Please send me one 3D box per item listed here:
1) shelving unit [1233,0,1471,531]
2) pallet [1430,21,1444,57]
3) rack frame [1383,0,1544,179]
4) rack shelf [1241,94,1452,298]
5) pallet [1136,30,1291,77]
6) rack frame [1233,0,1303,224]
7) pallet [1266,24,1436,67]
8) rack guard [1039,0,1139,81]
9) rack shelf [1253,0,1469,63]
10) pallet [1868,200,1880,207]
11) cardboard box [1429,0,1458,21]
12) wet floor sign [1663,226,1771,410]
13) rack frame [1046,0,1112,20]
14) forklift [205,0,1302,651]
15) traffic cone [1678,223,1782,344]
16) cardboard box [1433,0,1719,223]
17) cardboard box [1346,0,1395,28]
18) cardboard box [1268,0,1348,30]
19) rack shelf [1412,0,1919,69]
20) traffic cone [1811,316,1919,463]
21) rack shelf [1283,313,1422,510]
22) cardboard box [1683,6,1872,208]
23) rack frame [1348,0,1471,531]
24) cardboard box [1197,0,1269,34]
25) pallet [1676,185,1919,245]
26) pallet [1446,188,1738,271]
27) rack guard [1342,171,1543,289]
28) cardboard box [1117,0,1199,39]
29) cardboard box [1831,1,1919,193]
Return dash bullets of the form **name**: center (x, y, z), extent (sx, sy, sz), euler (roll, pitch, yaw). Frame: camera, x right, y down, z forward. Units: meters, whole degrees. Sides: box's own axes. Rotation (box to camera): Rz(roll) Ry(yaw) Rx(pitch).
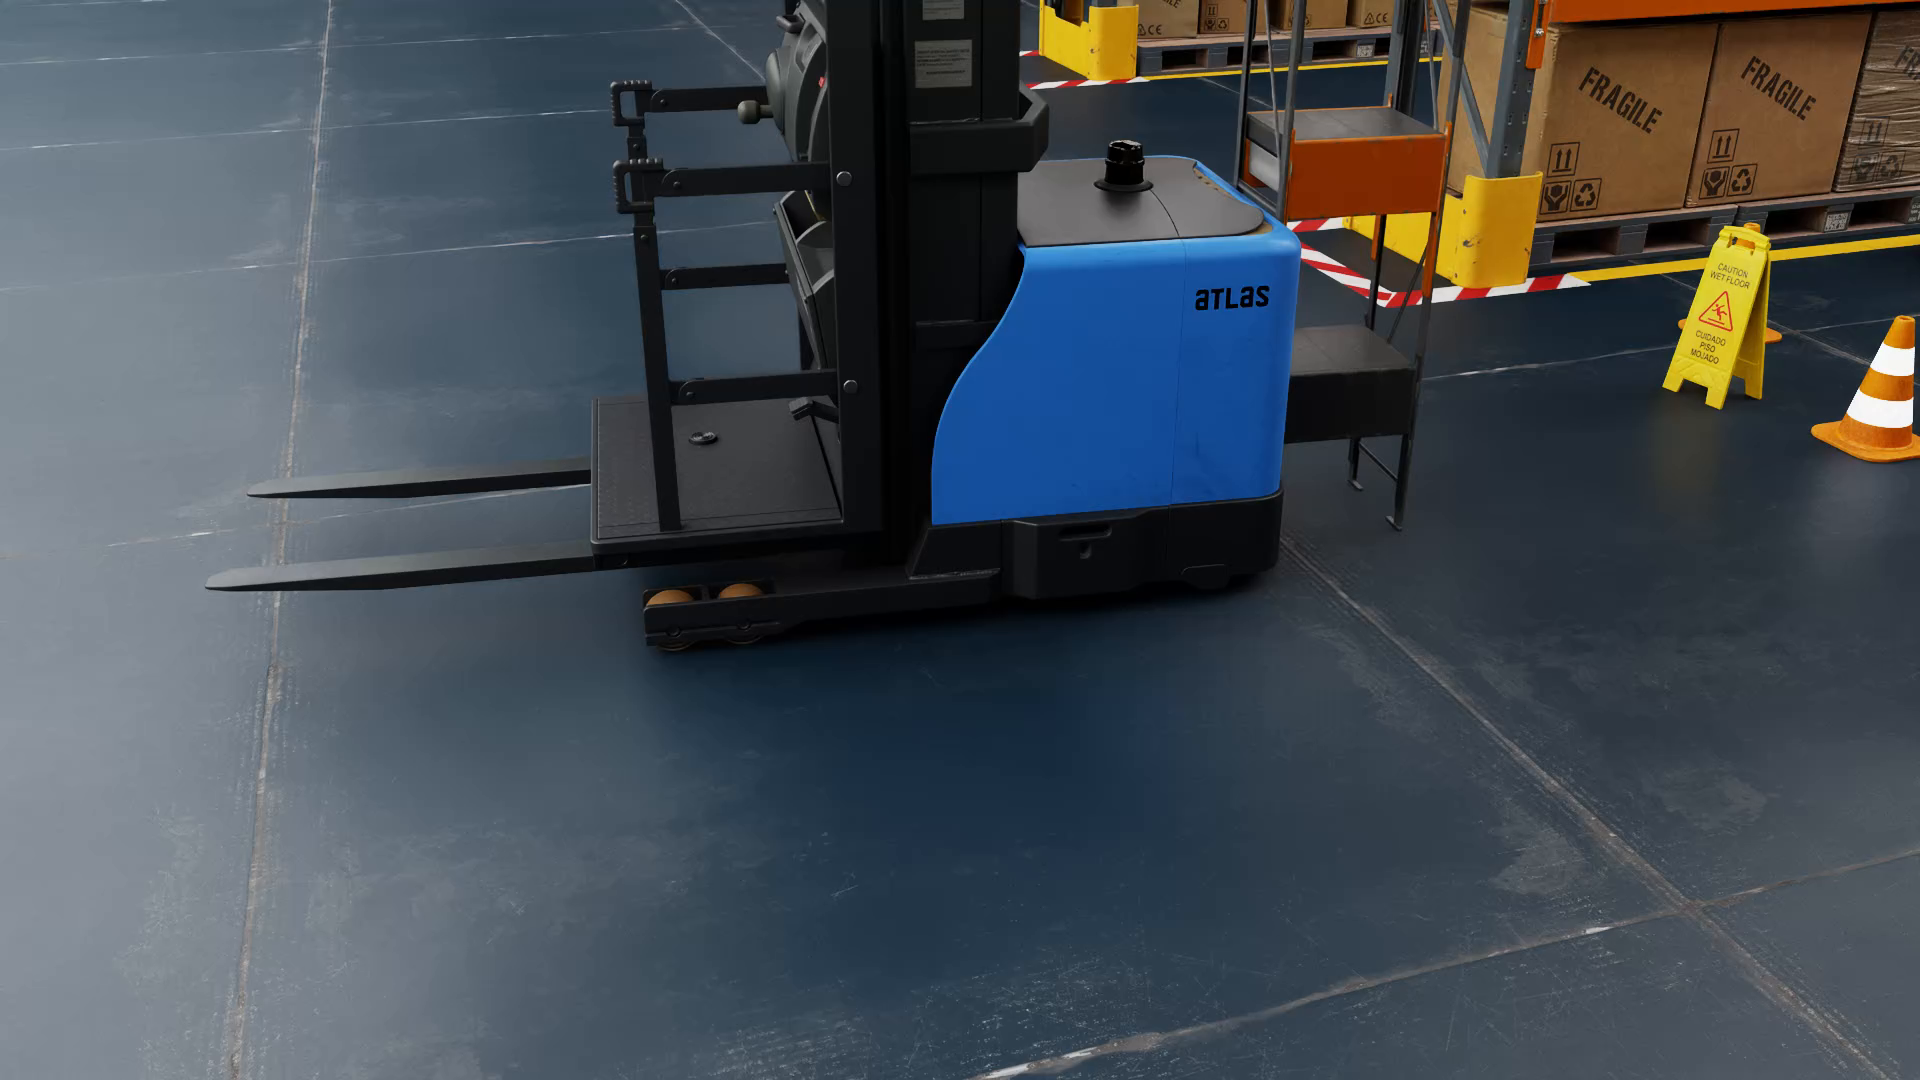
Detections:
- **shelving unit**: center (1.125, -1.035, 4.974), extent (0.503, 2.100, 0.431), euler (-5, 27, -10)
- **pallet**: center (4.036, -4.053, 13.177), extent (1.213, 0.211, 1.003), euler (-8, 28, -16)
- **rack frame**: center (2.300, -2.748, 7.411), extent (0.127, 3.000, 1.000), euler (-8, 28, -16)
- **rack shelf**: center (1.125, -1.023, 4.980), extent (0.480, 0.518, 0.431), euler (-5, 27, -10)
- **pallet**: center (1.716, -3.717, 12.500), extent (1.213, 0.211, 1.003), euler (-8, 28, -16)
- **rack frame**: center (0.885, -1.014, 4.932), extent (0.015, 2.100, 0.400), euler (-5, 27, -10)
- **pallet**: center (2.874, -3.884, 12.835), extent (1.213, 0.211, 1.003), euler (-8, 28, -16)
- **rack guard**: center (0.933, -3.750, 12.241), extent (0.348, 0.500, 1.175), euler (-8, 28, -16)
- **rack shelf**: center (1.125, -1.650, 4.669), extent (0.480, 0.518, 0.431), euler (-5, 27, -10)
- **pallet**: center (5.357, -1.978, 8.997), extent (1.213, 0.211, 1.003), euler (-8, 28, -16)
- **cardboard box**: center (3.729, -4.358, 12.993), extent (0.500, 0.500, 0.500), euler (0, 26, 0)
- **wet floor sign**: center (2.886, -0.852, 6.241), extent (0.232, 0.644, 0.267), euler (-13, 29, -25)
- **rack frame**: center (0.861, -4.859, 11.664), extent (0.127, 3.000, 1.000), euler (-8, 28, -16)
- **forklift**: center (-0.619, -1.259, 4.490), extent (3.031, 2.935, 1.130), euler (-5, 27, -10)
- **traffic cone**: center (3.245, -1.084, 6.913), extent (0.334, 0.463, 0.336), euler (-8, 28, -16)
- **cardboard box**: center (2.925, -2.105, 8.035), extent (0.875, 0.875, 0.875), euler (-8, 28, -16)
- **cardboard box**: center (3.163, -4.239, 12.754), extent (0.500, 0.500, 0.500), euler (-11, 28, -21)
- **cardboard box**: center (2.618, -4.181, 12.638), extent (0.500, 0.500, 0.500), euler (-6, 27, -11)
- **rack shelf**: center (4.202, -2.701, 8.126), extent (4.000, 0.370, 1.077), euler (-8, 28, -16)
- **traffic cone**: center (3.272, -0.560, 5.857), extent (0.334, 0.463, 0.336), euler (-8, 28, -16)
- **rack shelf**: center (1.125, -0.396, 5.291), extent (0.480, 0.518, 0.431), euler (-5, 27, -10)
- **cardboard box**: center (3.761, -2.227, 8.281), extent (0.875, 0.875, 0.875), euler (-9, 28, -17)
- **rack frame**: center (1.364, -1.056, 5.016), extent (0.015, 2.100, 0.400), euler (-5, 27, -10)
- **cardboard box**: center (2.017, -4.103, 12.480), extent (0.500, 0.500, 0.500), euler (-1, 26, -3)
- **pallet**: center (4.194, -1.808, 8.655), extent (1.213, 0.211, 1.003), euler (-8, 28, -16)
- **pallet**: center (3.036, -1.642, 8.320), extent (1.213, 0.211, 1.003), euler (-8, 28, -16)
- **rack guard**: center (2.278, -1.625, 7.961), extent (0.348, 0.500, 1.175), euler (-8, 28, -16)
- **cardboard box**: center (1.459, -4.006, 12.285), extent (0.500, 0.500, 0.500), euler (-3, 27, -7)
- **cardboard box**: center (4.628, -2.352, 8.532), extent (0.875, 0.875, 0.875), euler (-8, 28, -16)
